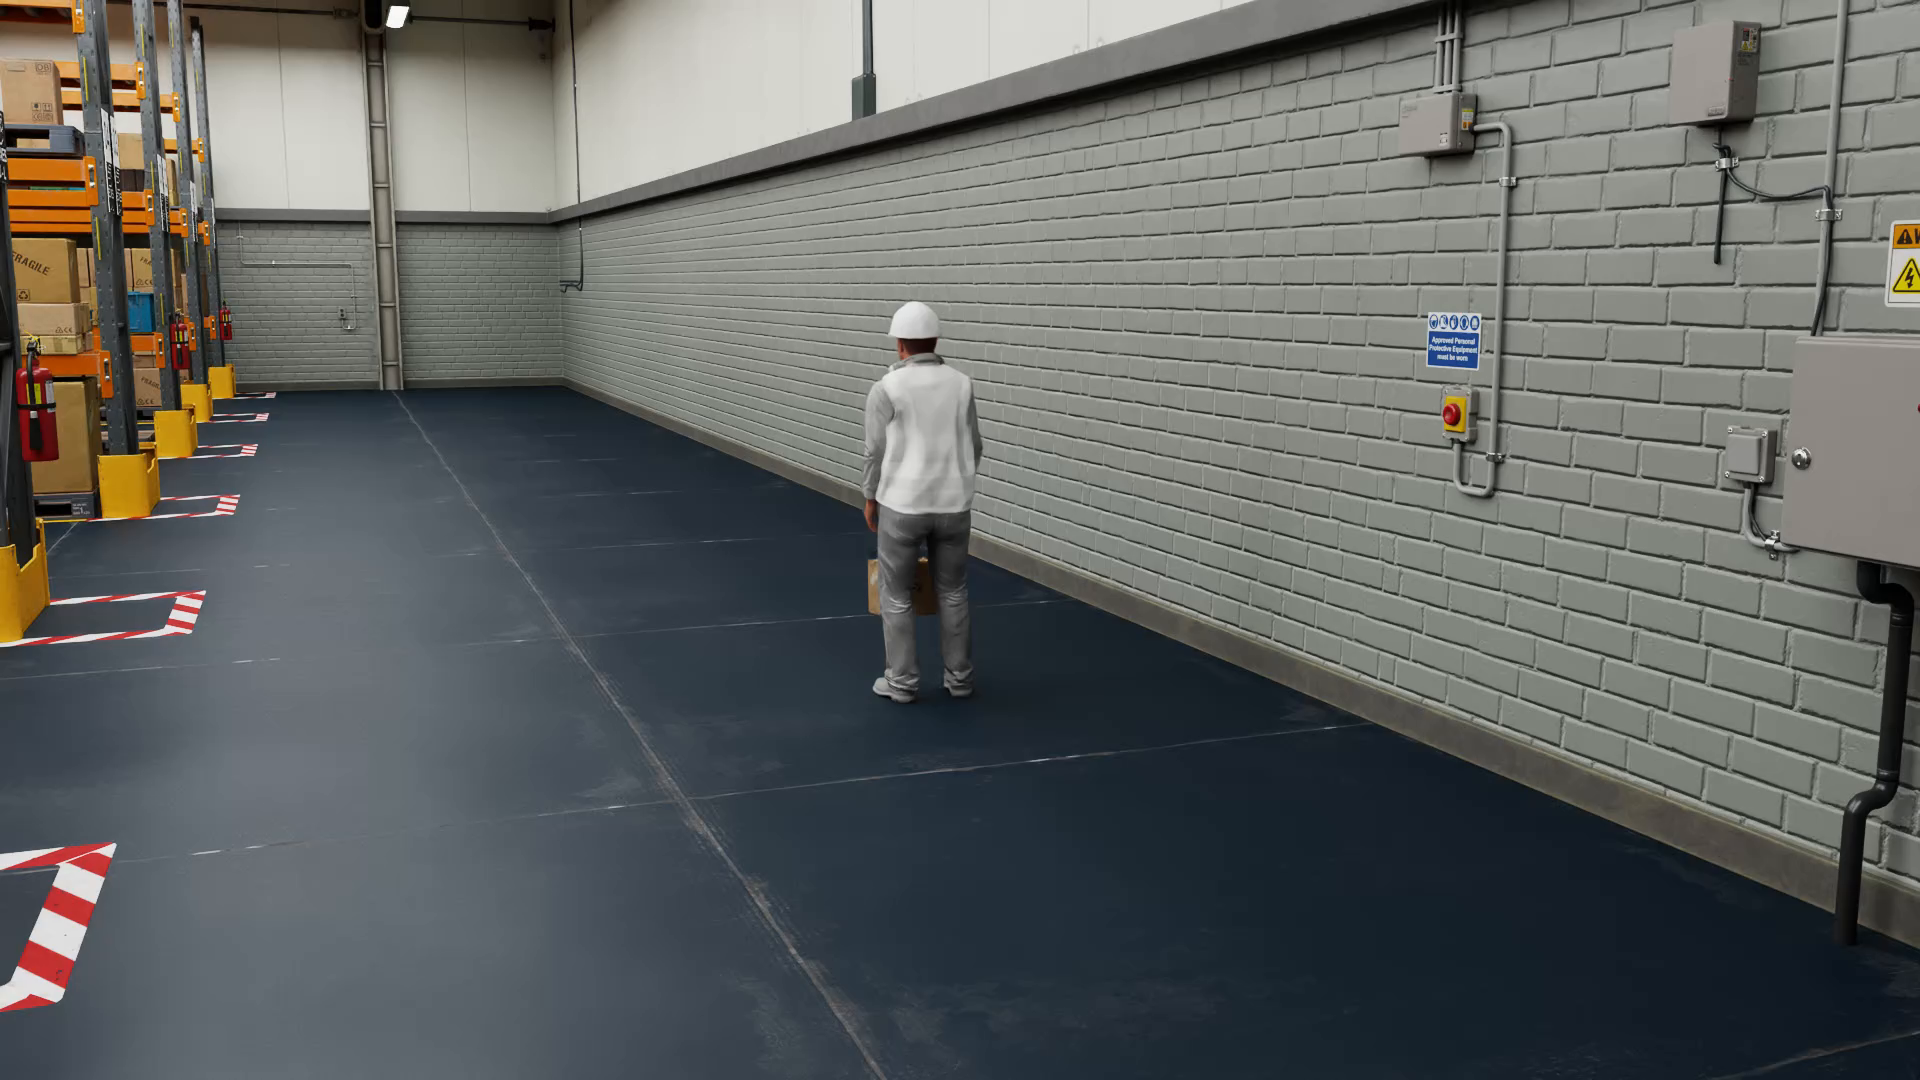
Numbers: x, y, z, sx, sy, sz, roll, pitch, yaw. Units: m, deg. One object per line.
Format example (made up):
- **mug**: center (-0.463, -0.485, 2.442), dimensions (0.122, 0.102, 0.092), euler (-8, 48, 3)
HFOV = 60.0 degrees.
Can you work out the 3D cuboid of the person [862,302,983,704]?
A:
- **person**: center (-0.166, -0.165, 7.425), dimensions (0.561, 1.775, 0.435), euler (-4, 10, -22)
